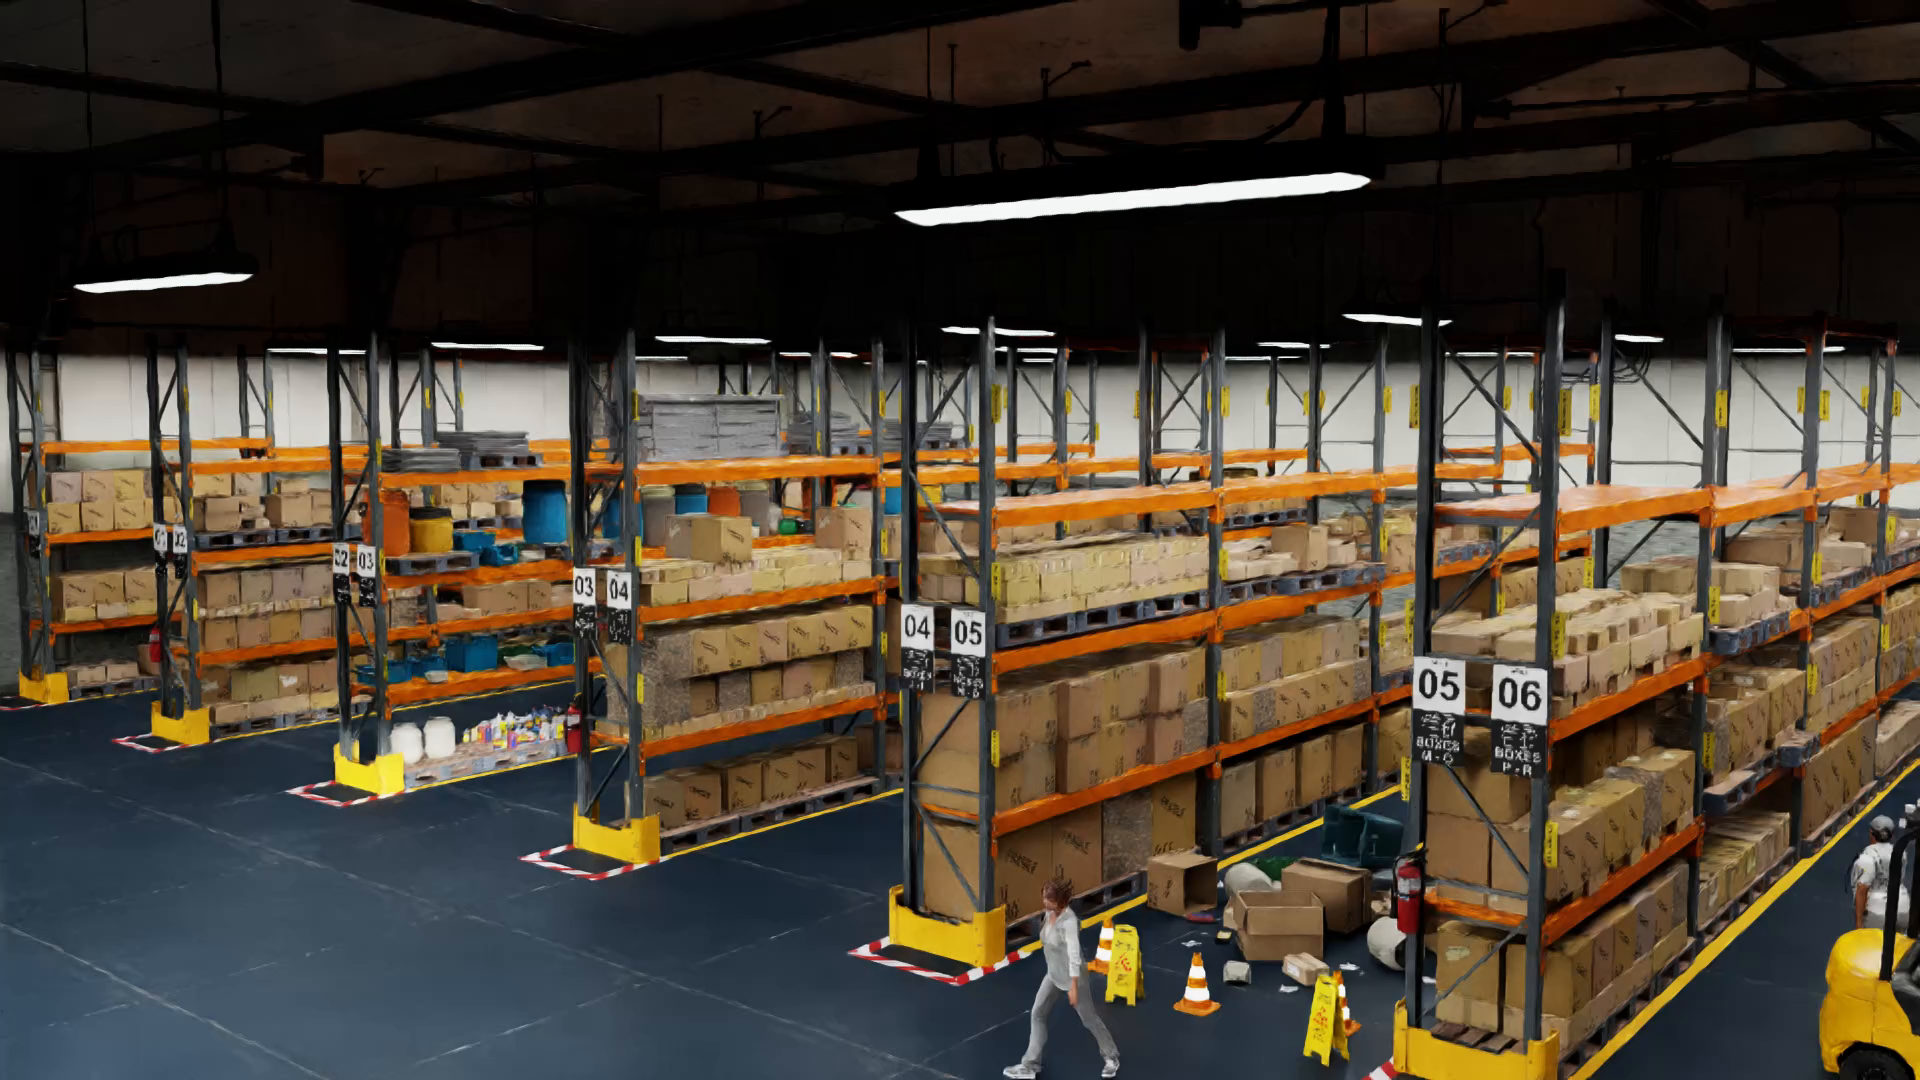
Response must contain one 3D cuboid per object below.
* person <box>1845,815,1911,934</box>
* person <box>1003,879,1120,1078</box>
[{"bbox_3d":[7.553,3.095,13.744,0.523,1.667,0.477,-2,6,-22],"label":"person"},{"bbox_3d":[0.787,3.285,12.429,0.884,1.528,0.457,-3,6,-27],"label":"person"}]
